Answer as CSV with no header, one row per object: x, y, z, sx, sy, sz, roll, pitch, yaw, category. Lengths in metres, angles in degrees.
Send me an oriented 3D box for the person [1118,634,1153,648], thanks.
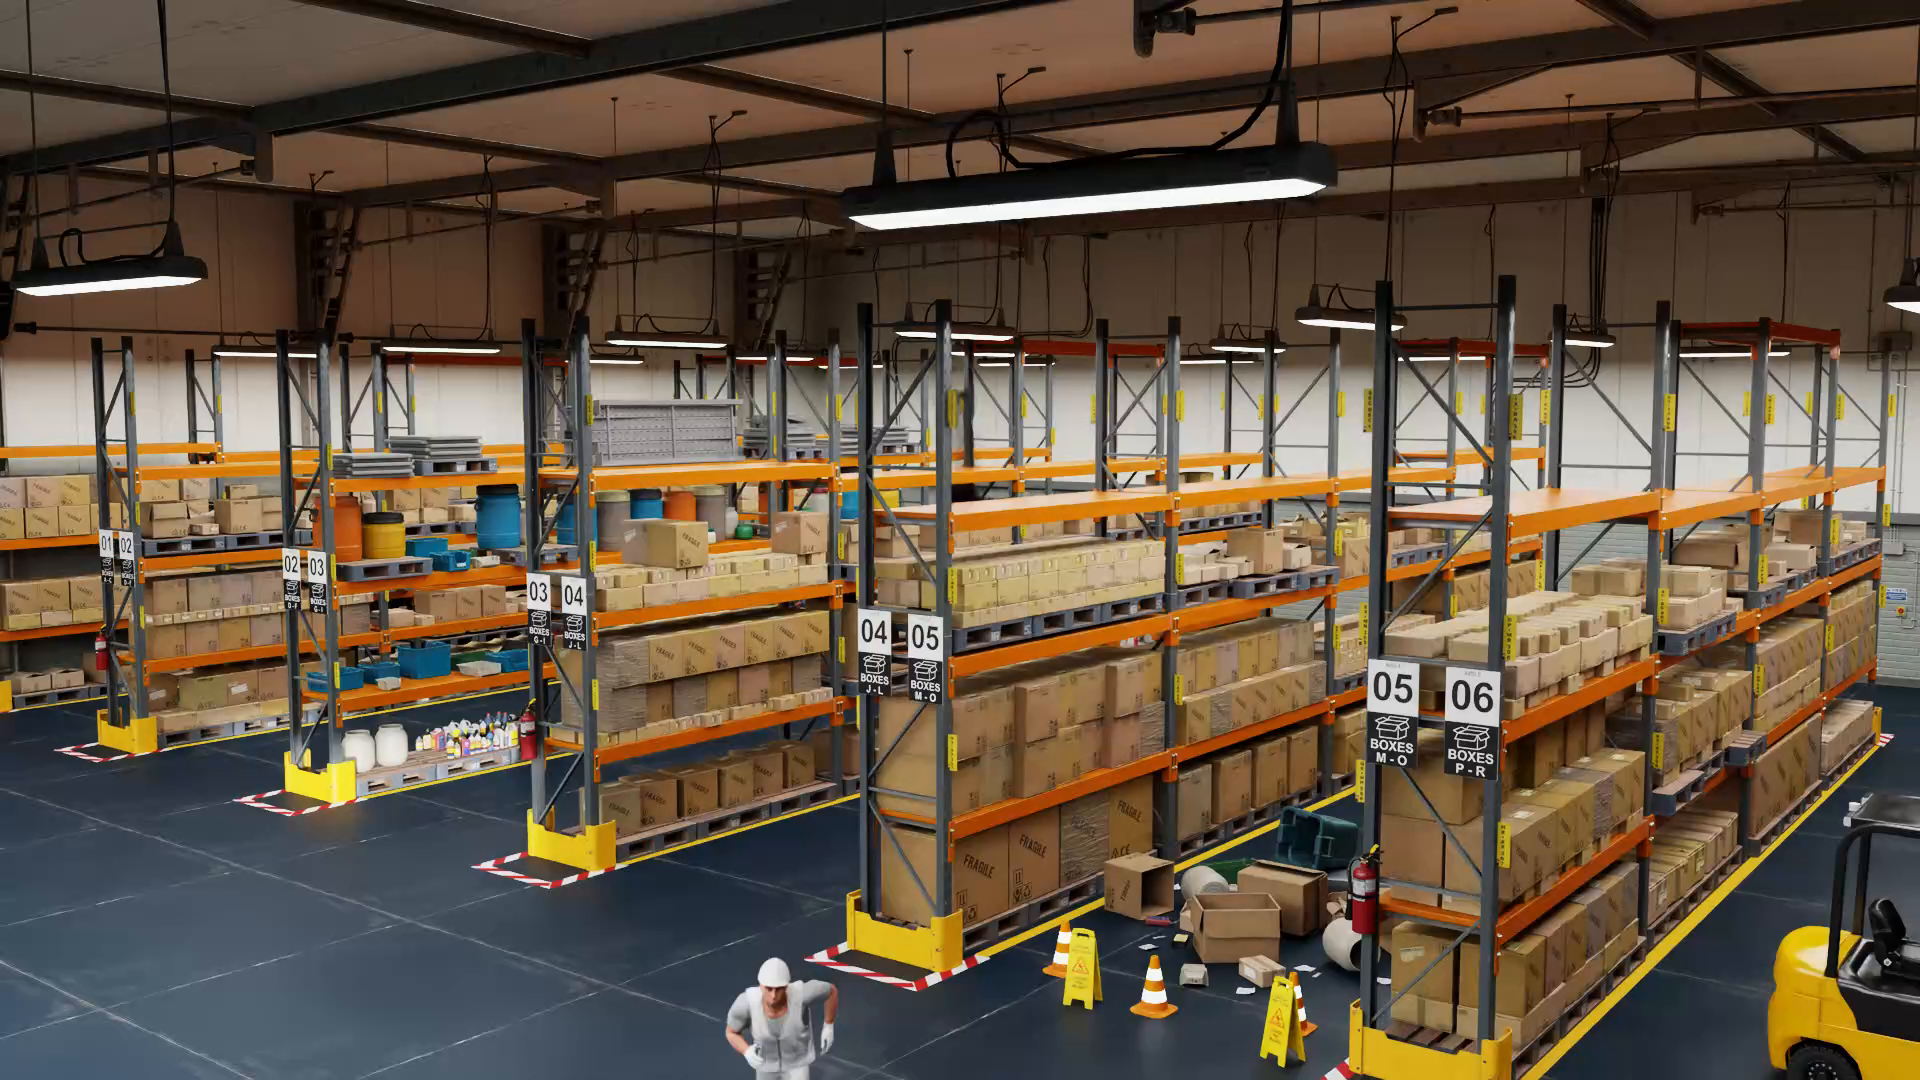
2.561,1.863,24.643,0.655,1.777,0.846,4,6,38,person

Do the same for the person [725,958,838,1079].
-1.136,3.419,10.695,0.705,1.731,1.039,0,5,-1,person
